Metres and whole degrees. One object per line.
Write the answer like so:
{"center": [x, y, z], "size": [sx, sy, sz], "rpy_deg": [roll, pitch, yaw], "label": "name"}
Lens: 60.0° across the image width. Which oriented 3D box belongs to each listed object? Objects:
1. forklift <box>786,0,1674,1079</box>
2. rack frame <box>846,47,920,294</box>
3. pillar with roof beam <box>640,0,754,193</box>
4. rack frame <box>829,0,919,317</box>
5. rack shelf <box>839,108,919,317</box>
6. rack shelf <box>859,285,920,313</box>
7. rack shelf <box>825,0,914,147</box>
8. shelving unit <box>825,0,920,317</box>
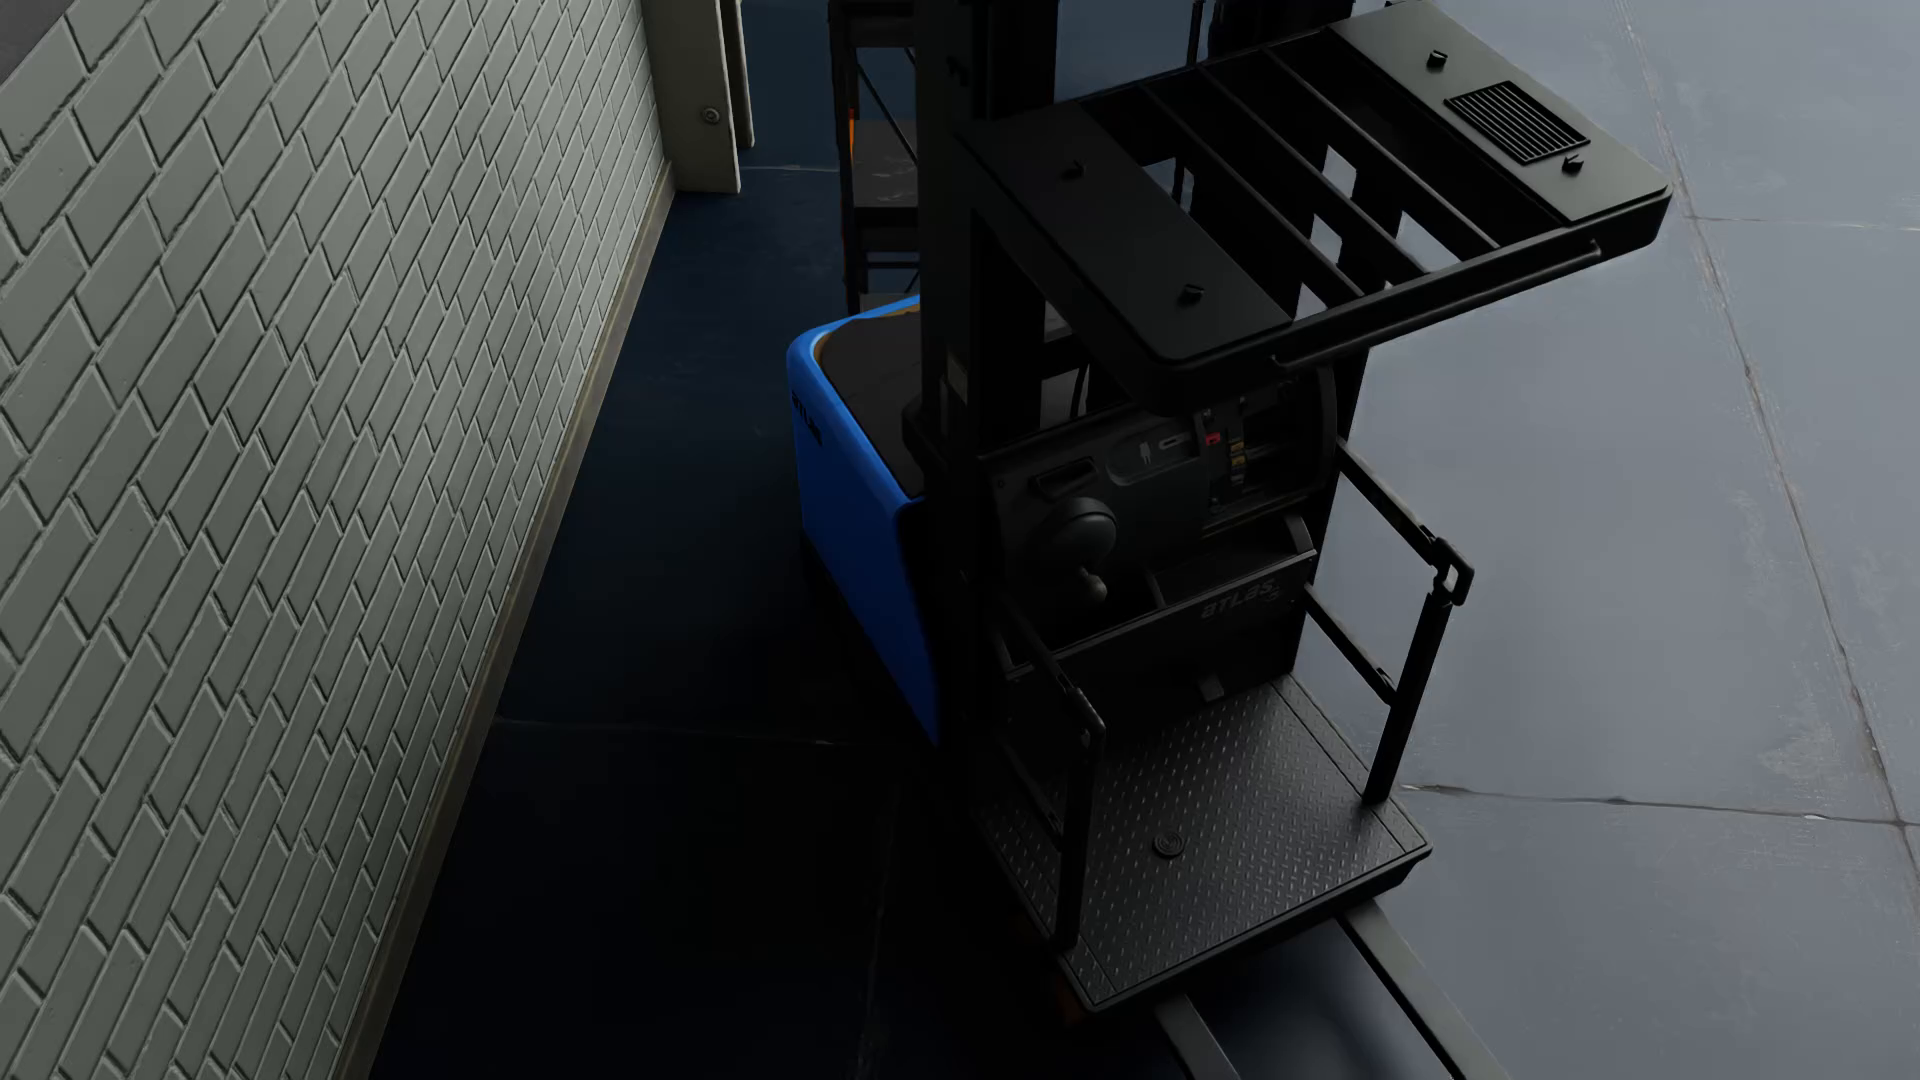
{"center": [0.594, -0.049, 3.808], "size": [1.130, 2.935, 3.031], "rpy_deg": [-21, 51, -18], "label": "forklift"}
{"center": [-0.151, -1.198, 5.423], "size": [0.400, 2.100, 0.015], "rpy_deg": [0, 48, 0], "label": "rack frame"}
{"center": [3.205, -4.385, 3.662], "size": [9.100, 9.000, 0.400], "rpy_deg": [4, 48, 4], "label": "pillar with roof beam"}
{"center": [-0.149, -0.838, 5.094], "size": [0.400, 2.100, 0.015], "rpy_deg": [0, 48, 0], "label": "rack frame"}
{"center": [-0.150, -1.009, 5.268], "size": [0.431, 0.518, 0.480], "rpy_deg": [0, 48, 0], "label": "rack shelf"}
{"center": [-0.150, -0.536, 5.785], "size": [0.431, 0.518, 0.480], "rpy_deg": [0, 48, 0], "label": "rack shelf"}
{"center": [-0.150, -1.481, 4.752], "size": [0.431, 0.518, 0.480], "rpy_deg": [0, 48, 0], "label": "rack shelf"}
{"center": [-0.150, -1.018, 5.258], "size": [0.431, 2.100, 0.503], "rpy_deg": [0, 48, 0], "label": "shelving unit"}
